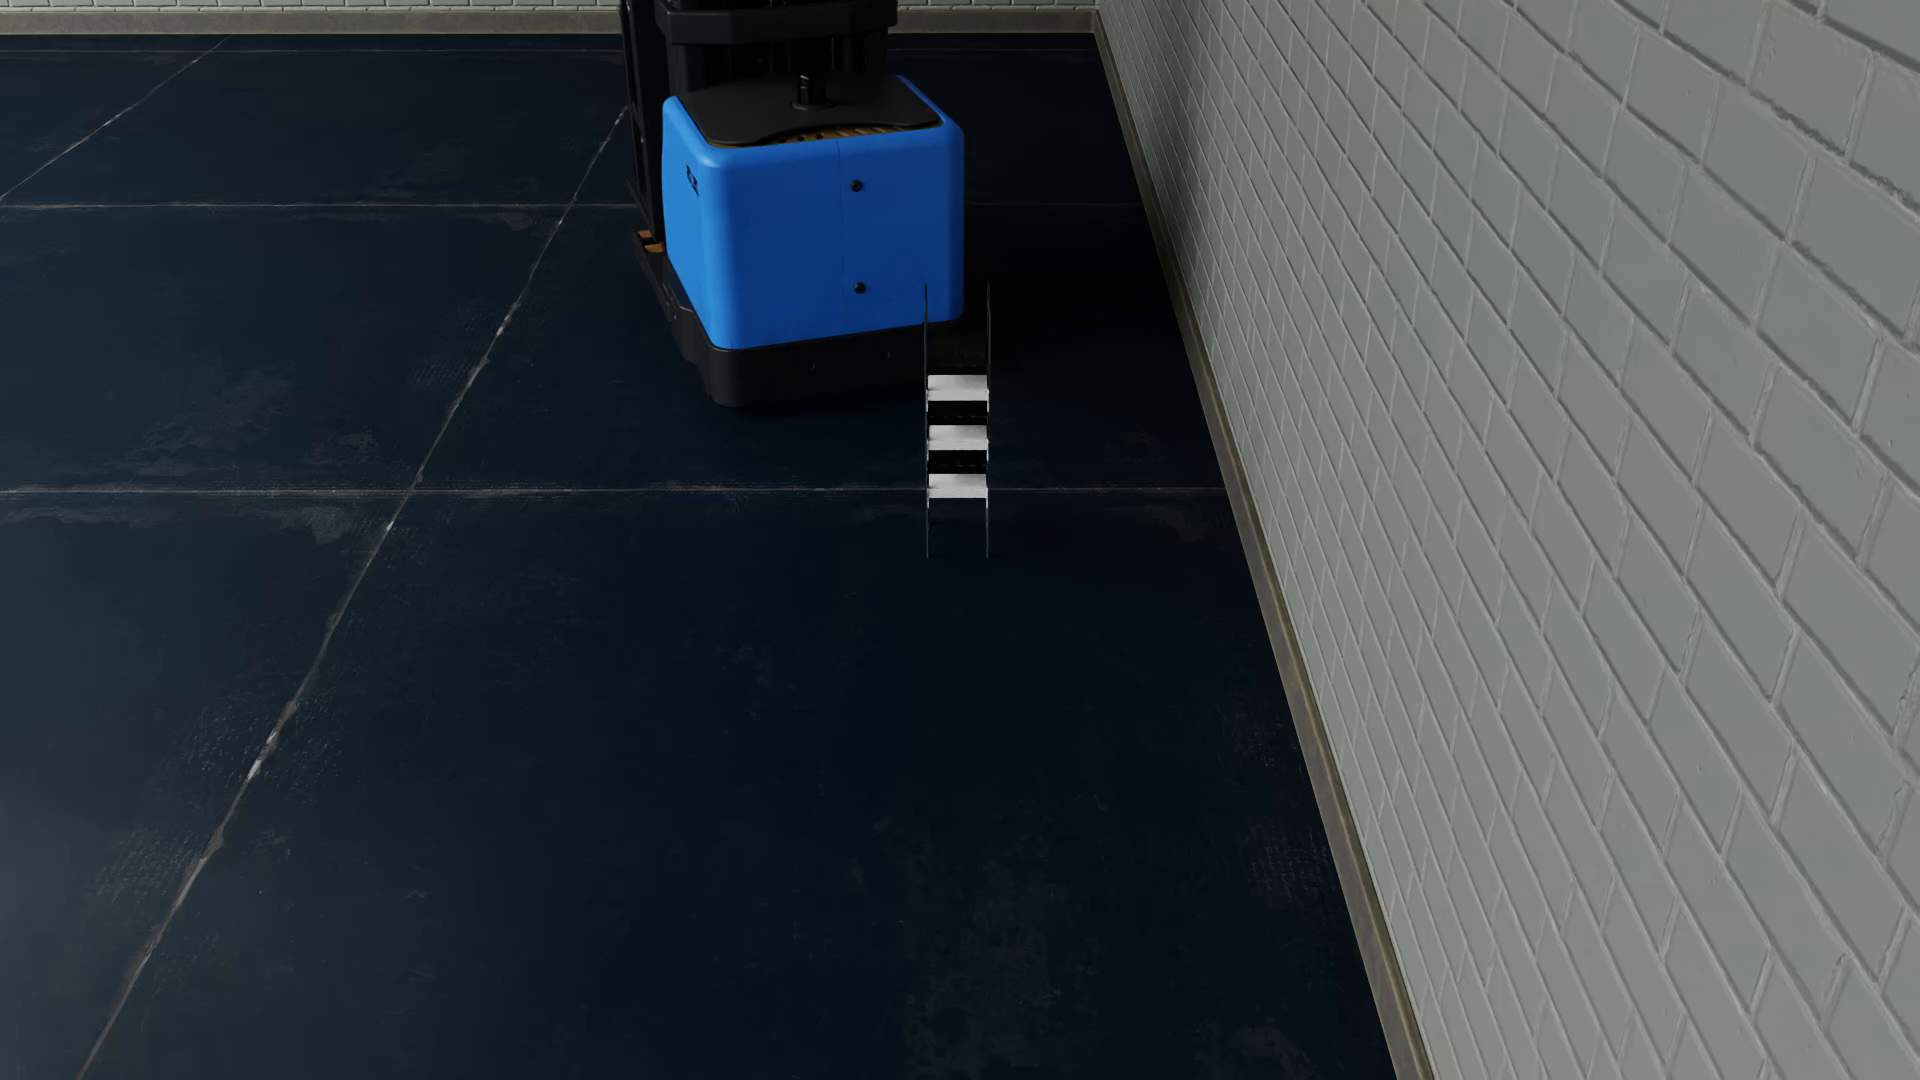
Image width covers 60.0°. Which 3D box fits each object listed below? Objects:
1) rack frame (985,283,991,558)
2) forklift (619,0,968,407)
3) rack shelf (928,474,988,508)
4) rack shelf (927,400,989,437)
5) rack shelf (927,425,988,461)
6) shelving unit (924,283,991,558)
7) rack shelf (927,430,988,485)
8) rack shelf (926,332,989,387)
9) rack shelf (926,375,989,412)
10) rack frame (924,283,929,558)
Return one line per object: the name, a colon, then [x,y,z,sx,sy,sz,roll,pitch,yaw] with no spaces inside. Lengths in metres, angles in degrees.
rack frame: [0.094,-0.385,5.517,0.006,0.900,0.240,0,31,0]
forklift: [-0.922,-2.523,7.083,1.130,2.935,3.031,-10,33,-16]
rack shelf: [-0.008,-0.202,5.627,0.200,0.077,0.258,0,31,0]
rack shelf: [-0.008,-0.433,5.487,0.200,0.077,0.258,0,31,0]
rack shelf: [-0.008,-0.356,5.534,0.200,0.077,0.258,0,31,0]
shelving unit: [-0.008,-0.385,5.517,0.210,0.900,0.258,0,31,0]
rack shelf: [-0.008,-0.279,5.581,0.200,0.077,0.258,0,31,0]
rack shelf: [-0.008,-0.587,5.394,0.200,0.077,0.258,0,31,0]
rack shelf: [-0.008,-0.510,5.440,0.200,0.077,0.258,0,31,0]
rack frame: [-0.110,-0.384,5.516,0.006,0.900,0.240,0,31,0]
